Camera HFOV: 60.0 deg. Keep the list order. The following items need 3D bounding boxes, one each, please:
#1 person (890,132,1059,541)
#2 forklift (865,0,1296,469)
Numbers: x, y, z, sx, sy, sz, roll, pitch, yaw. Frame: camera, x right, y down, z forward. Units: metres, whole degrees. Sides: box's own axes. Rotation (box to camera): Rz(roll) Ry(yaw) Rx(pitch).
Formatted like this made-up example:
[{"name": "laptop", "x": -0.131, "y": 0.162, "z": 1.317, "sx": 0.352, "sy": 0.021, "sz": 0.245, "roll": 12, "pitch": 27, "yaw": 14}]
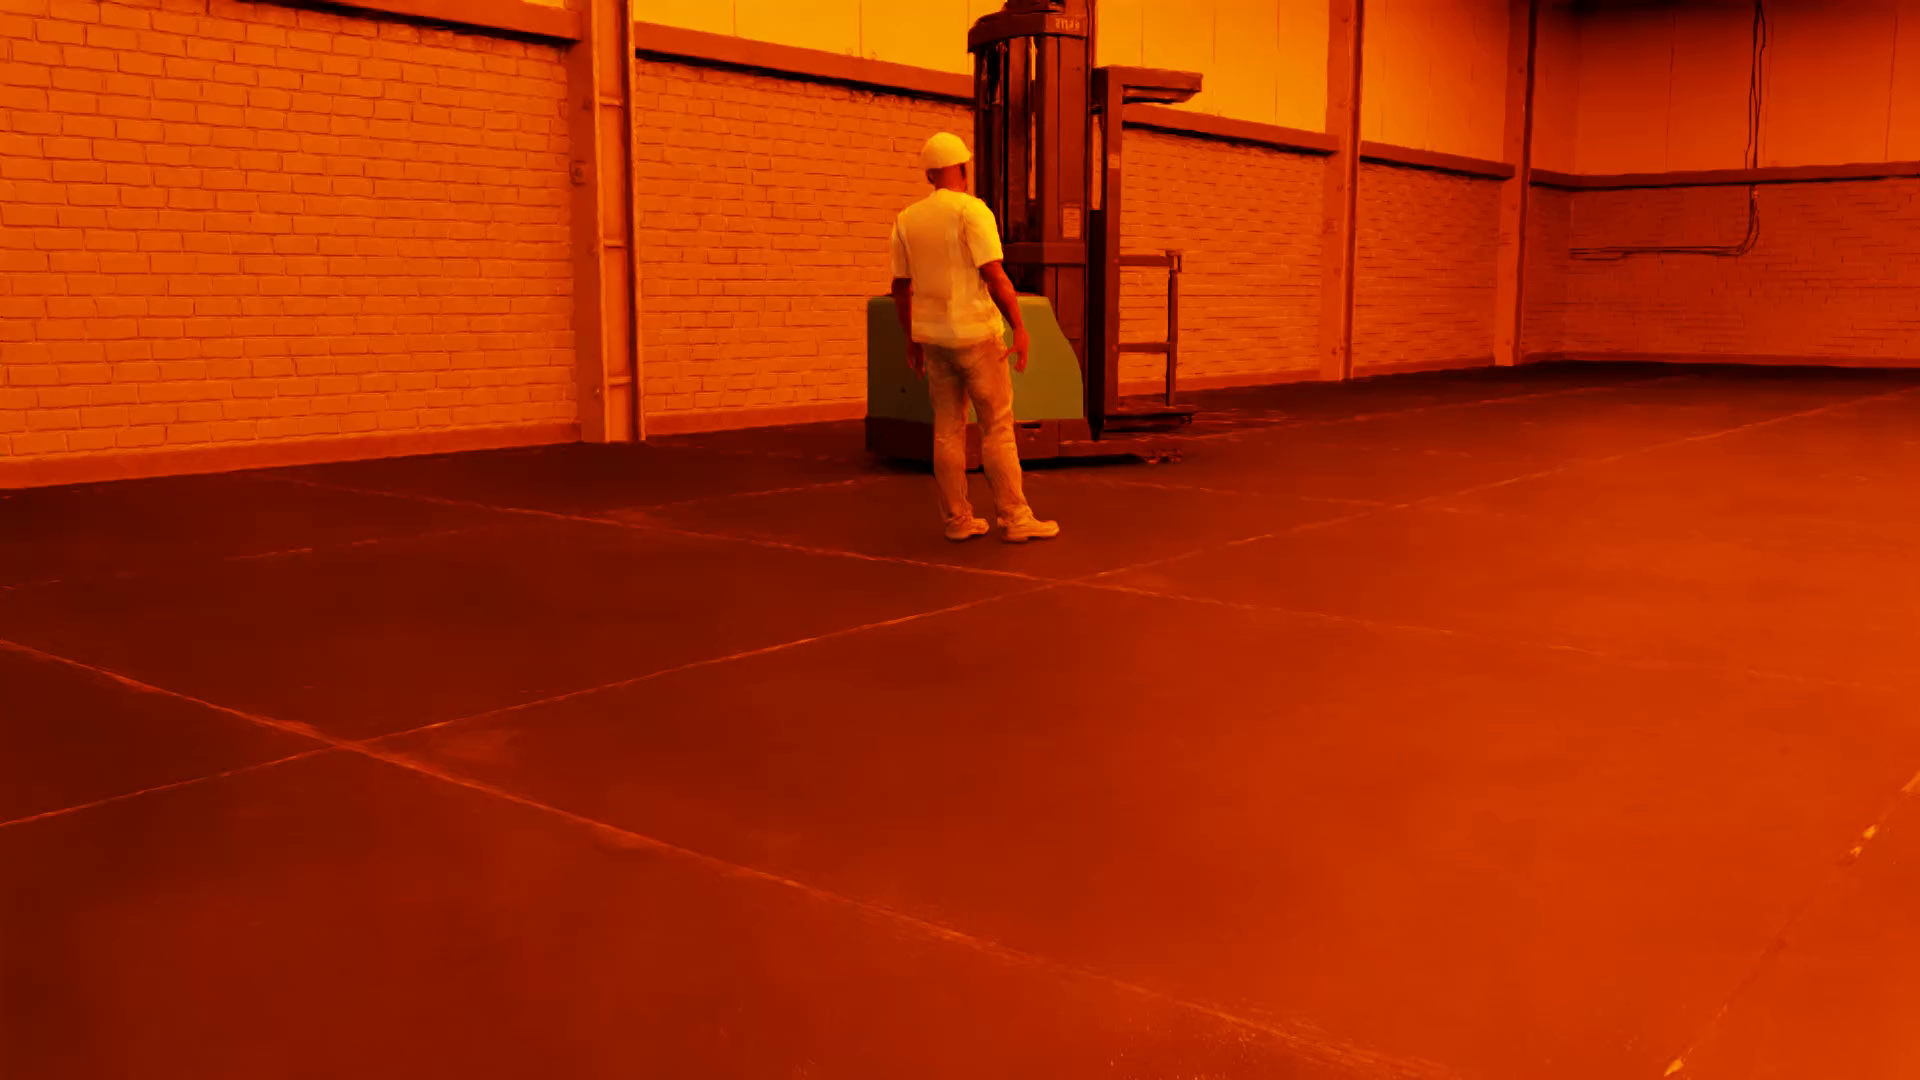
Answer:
[{"name": "person", "x": 0.048, "y": -0.888, "z": 7.326, "sx": 0.665, "sy": 1.766, "sz": 0.576, "roll": 7, "pitch": 11, "yaw": 38}, {"name": "forklift", "x": 0.907, "y": -2.017, "z": 11.066, "sx": 3.031, "sy": 2.935, "sz": 1.130, "roll": -5, "pitch": 10, "yaw": -31}]
